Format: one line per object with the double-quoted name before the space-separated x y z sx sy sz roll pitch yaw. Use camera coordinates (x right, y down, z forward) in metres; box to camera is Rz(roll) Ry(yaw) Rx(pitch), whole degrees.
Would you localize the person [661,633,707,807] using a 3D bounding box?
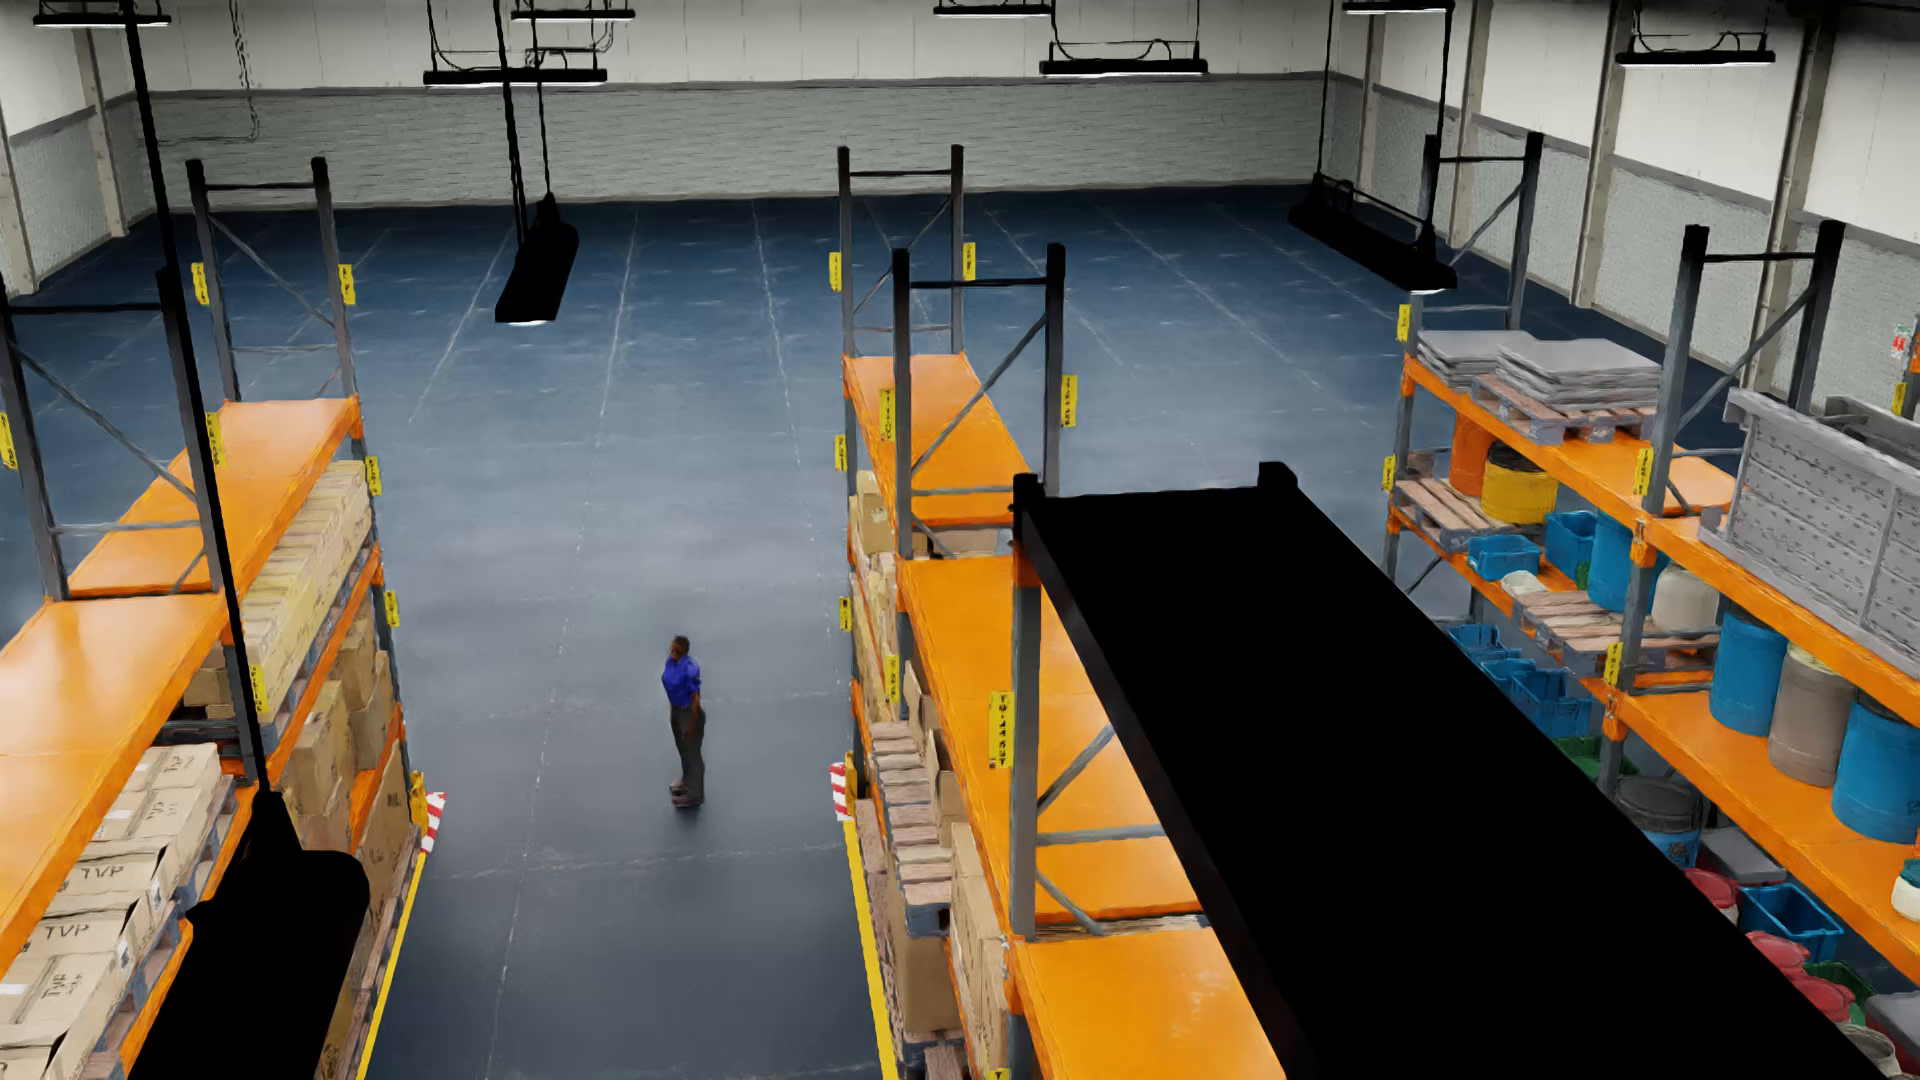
"person" -2.552 1.659 15.267 0.414 1.595 0.507 -17 27 -36
